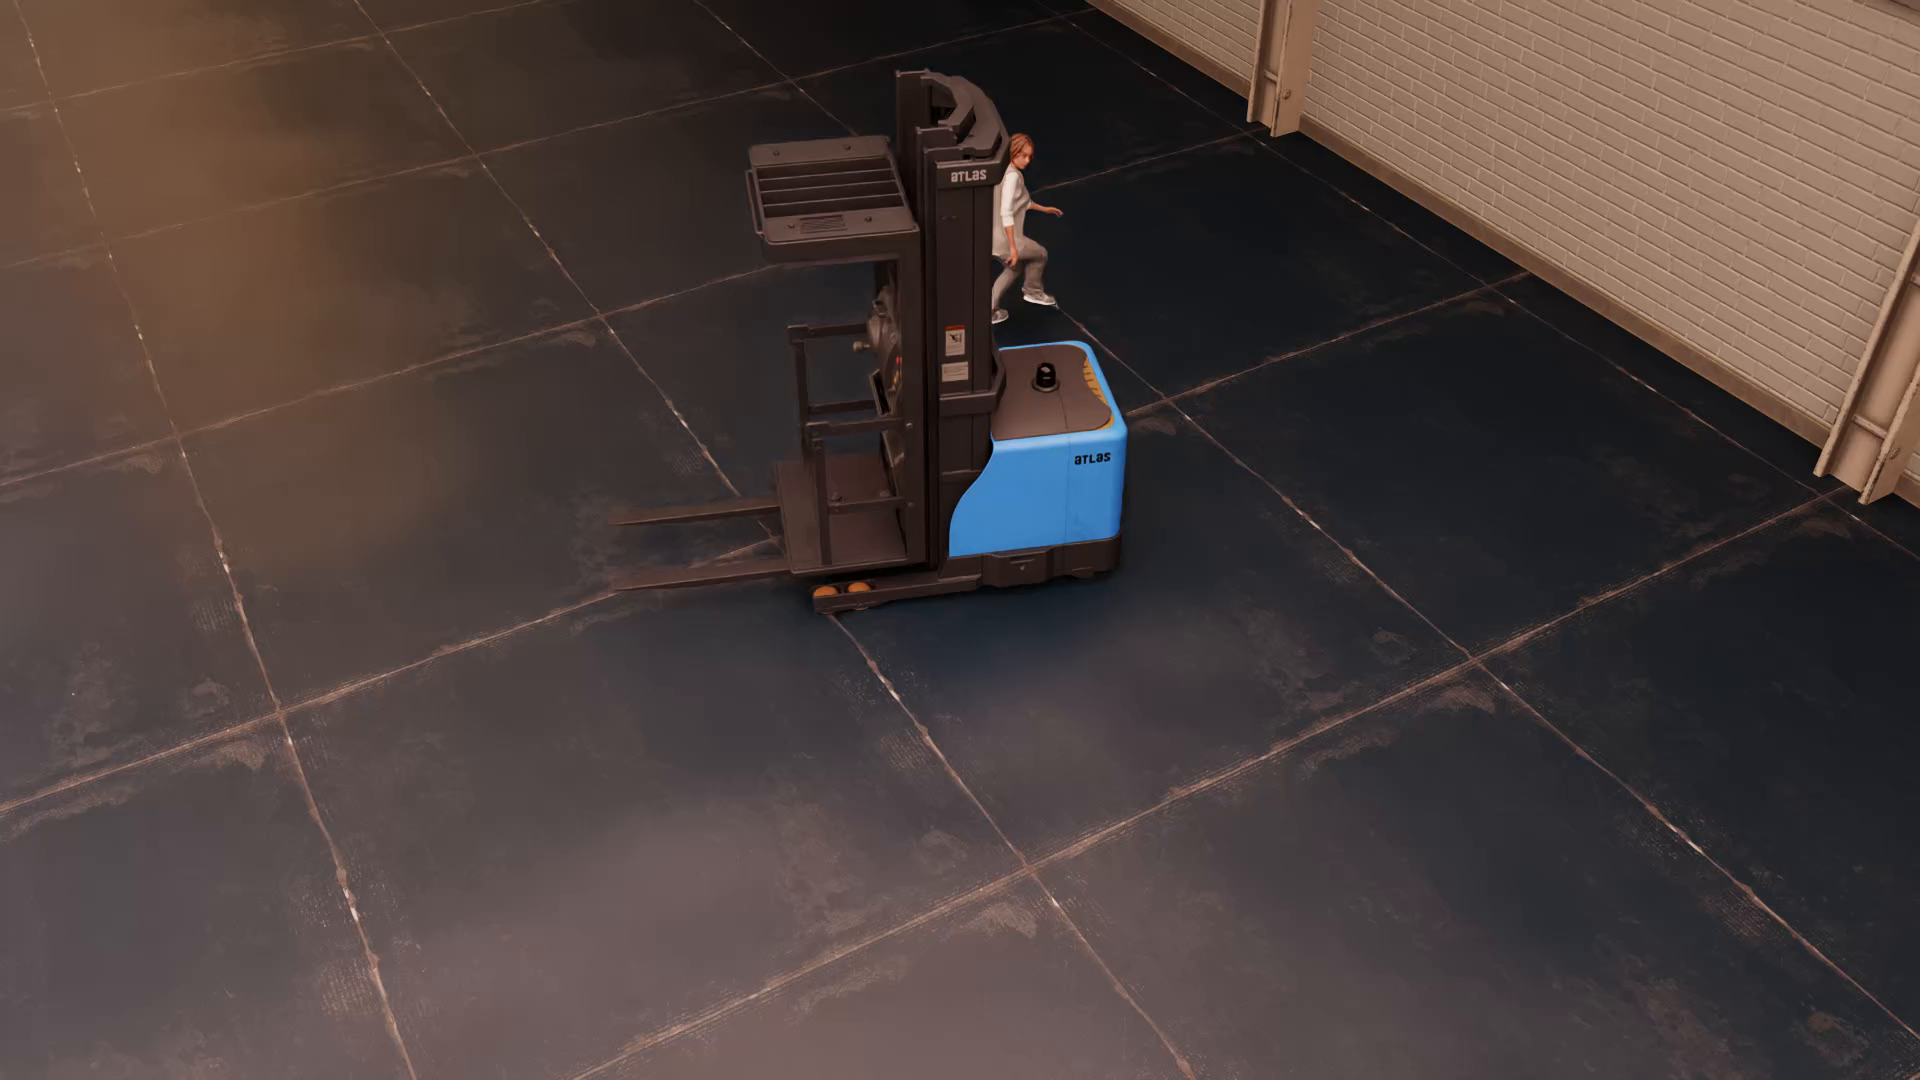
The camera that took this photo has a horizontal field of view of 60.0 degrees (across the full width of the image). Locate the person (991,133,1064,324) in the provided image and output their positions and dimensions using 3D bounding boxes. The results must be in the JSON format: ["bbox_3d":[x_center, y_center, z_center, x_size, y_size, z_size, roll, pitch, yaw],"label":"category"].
[{"bbox_3d":[0.479,-2.166,11.842,0.699,1.434,0.634,-20,44,-23],"label":"person"}]

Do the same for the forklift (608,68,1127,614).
[{"bbox_3d":[-0.600,-1.057,9.311,3.031,2.935,1.130,-7,40,-8],"label":"forklift"}]
